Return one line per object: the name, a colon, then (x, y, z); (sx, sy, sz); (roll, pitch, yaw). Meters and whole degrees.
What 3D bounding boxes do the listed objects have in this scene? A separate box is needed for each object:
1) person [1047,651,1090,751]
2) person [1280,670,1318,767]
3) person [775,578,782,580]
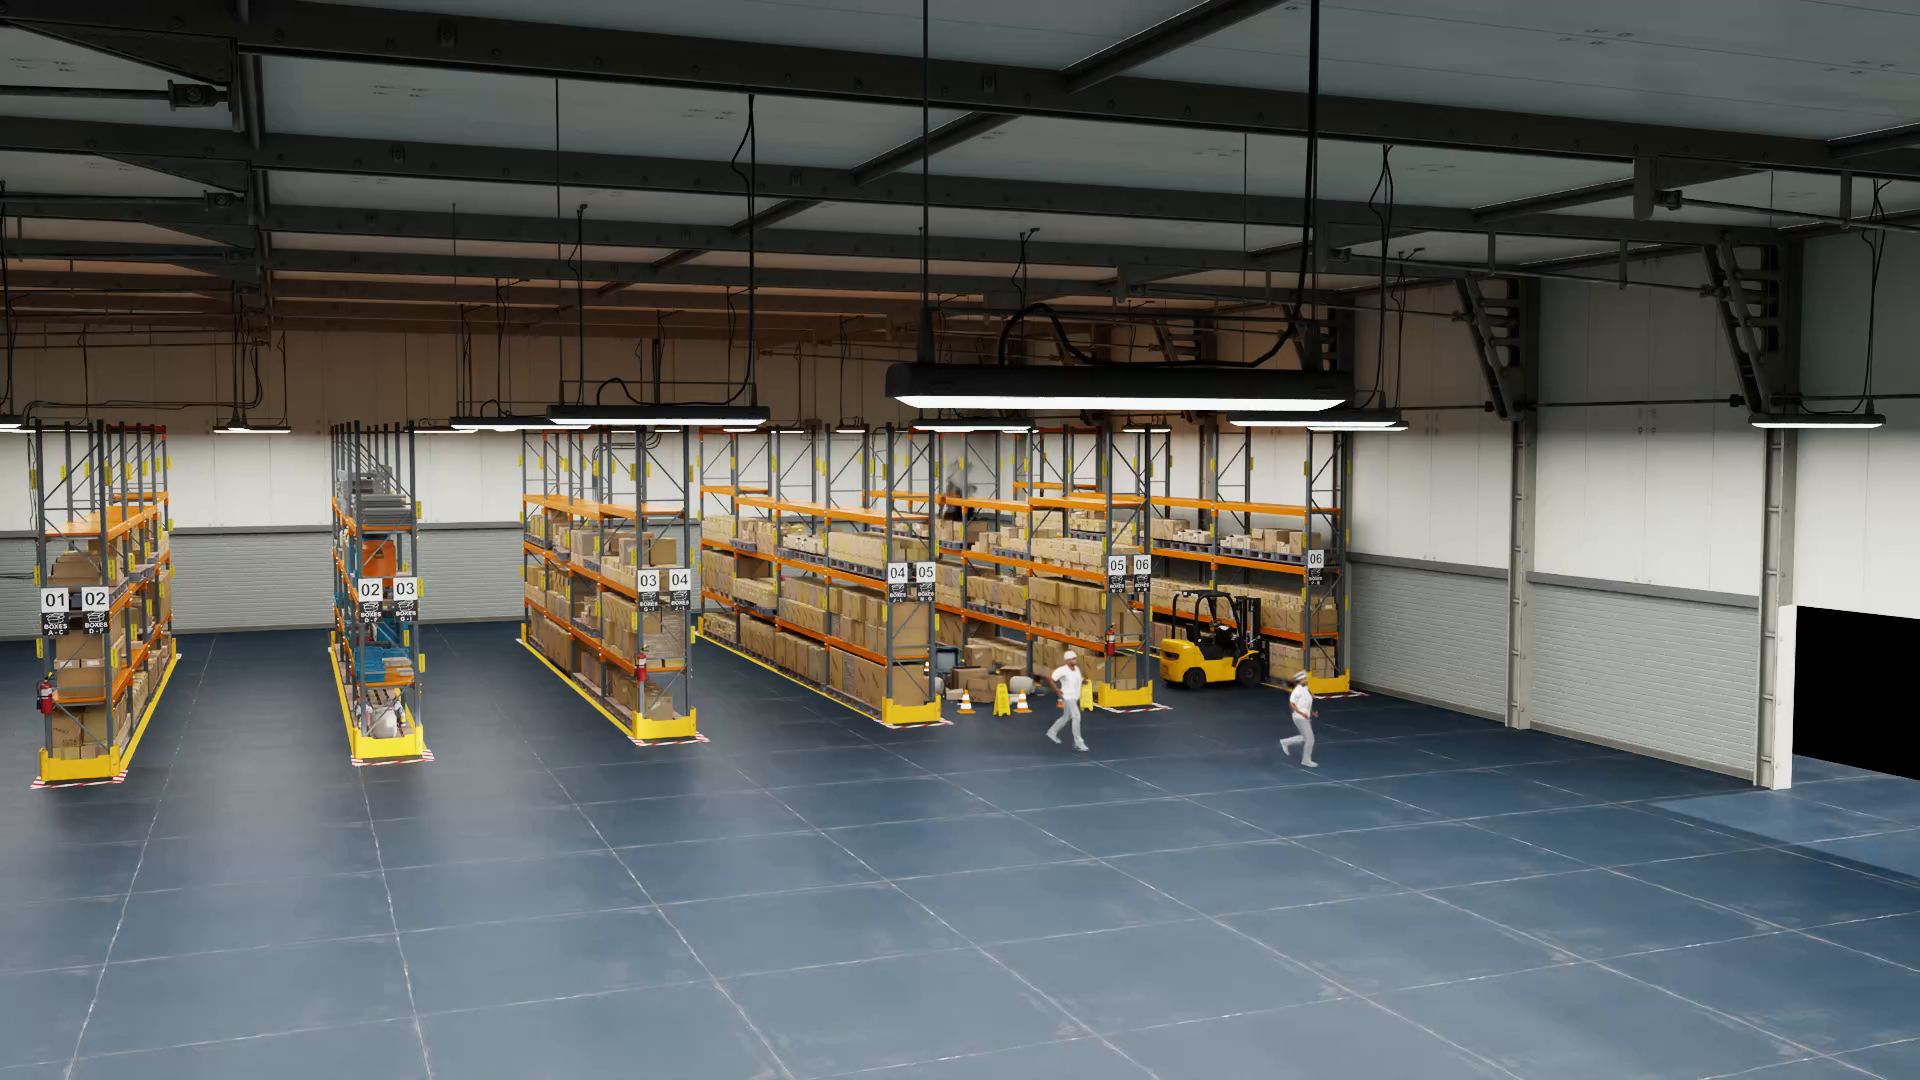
person: (2.011, 2.927, 30.529); (0.902, 1.798, 0.675); (2, 4, 30)
person: (5.907, 3.099, 28.934); (0.664, 1.671, 0.577); (2, 4, 25)
person: (-5.231, 1.841, 48.038); (0.637, 1.735, 0.642); (-2, 4, -31)
